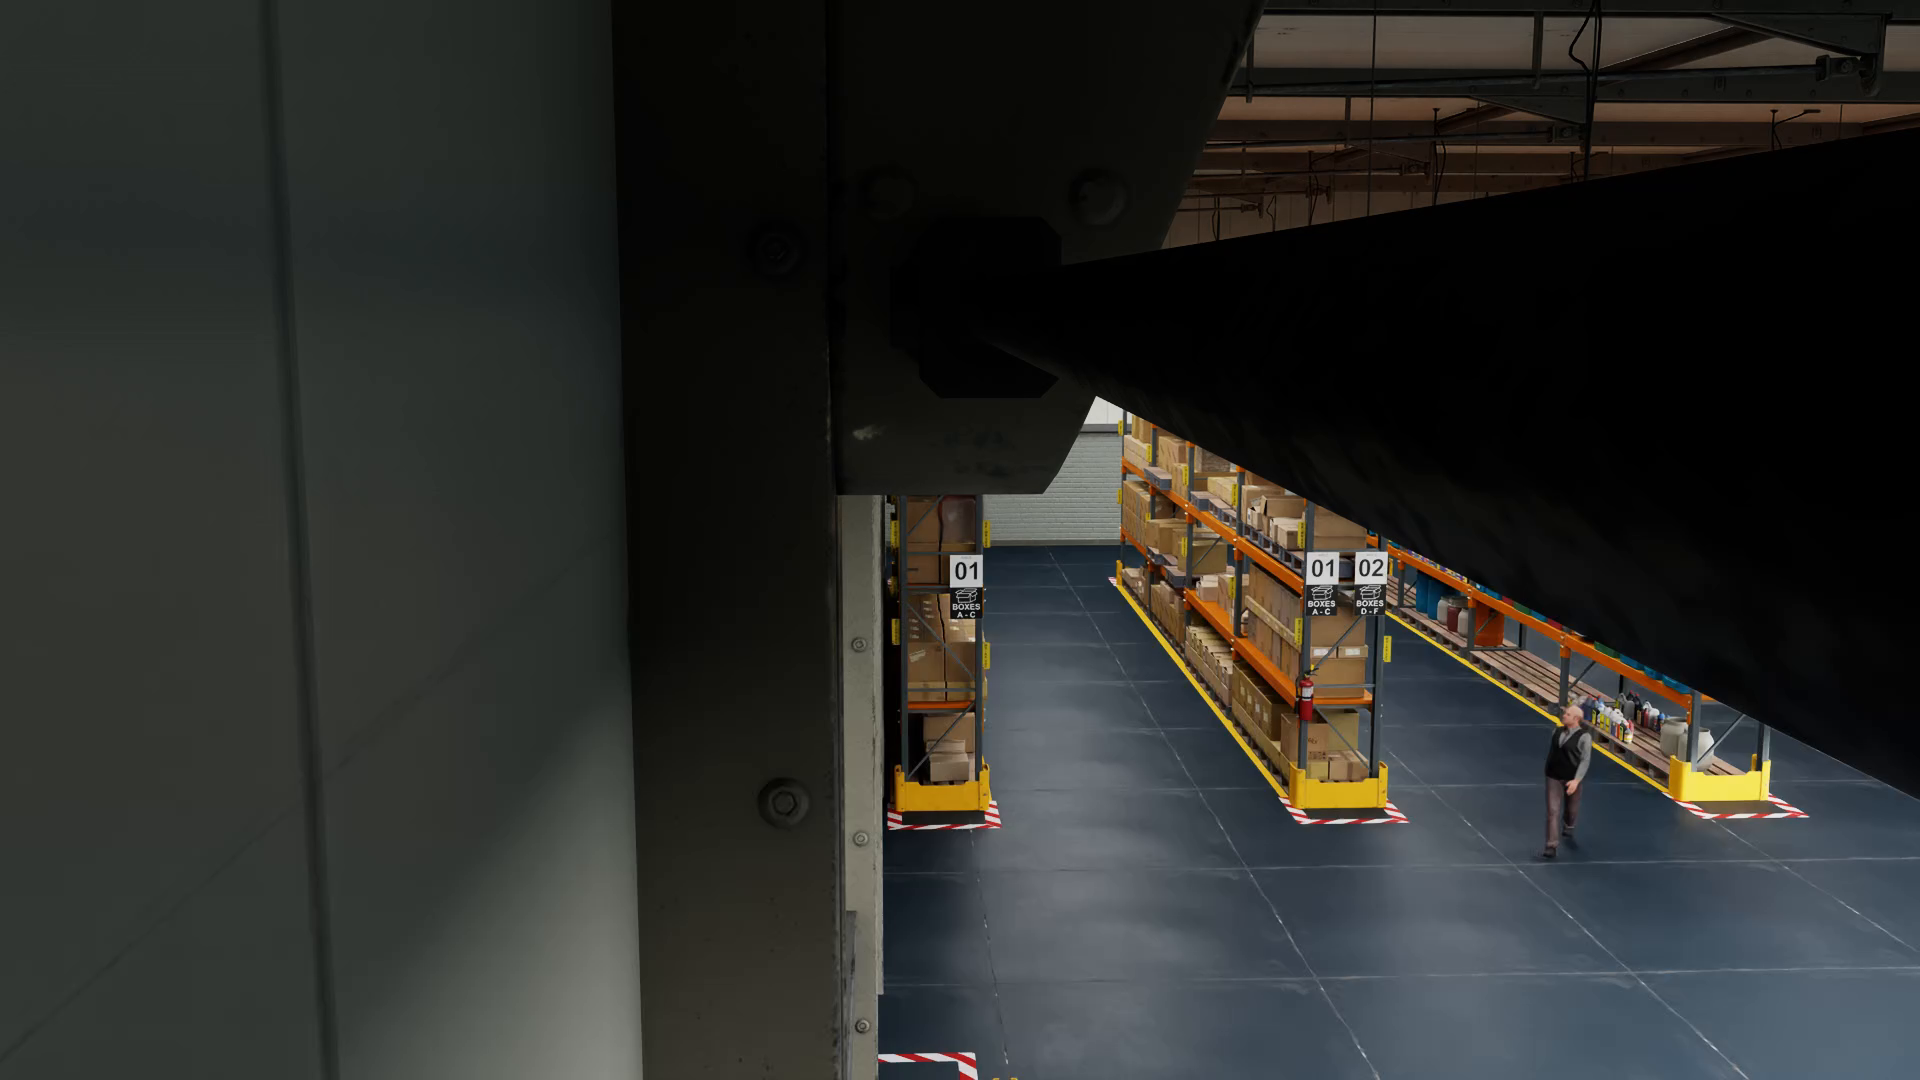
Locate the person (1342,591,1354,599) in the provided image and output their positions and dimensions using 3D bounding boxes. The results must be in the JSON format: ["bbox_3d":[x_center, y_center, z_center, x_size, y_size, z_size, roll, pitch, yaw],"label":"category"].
[{"bbox_3d":[7.441,0.927,31.295,0.467,1.607,0.976,0,8,-3],"label":"person"}]

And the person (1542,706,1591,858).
[{"bbox_3d":[6.910,2.725,18.968,0.500,1.677,1.054,2,9,15],"label":"person"}]
